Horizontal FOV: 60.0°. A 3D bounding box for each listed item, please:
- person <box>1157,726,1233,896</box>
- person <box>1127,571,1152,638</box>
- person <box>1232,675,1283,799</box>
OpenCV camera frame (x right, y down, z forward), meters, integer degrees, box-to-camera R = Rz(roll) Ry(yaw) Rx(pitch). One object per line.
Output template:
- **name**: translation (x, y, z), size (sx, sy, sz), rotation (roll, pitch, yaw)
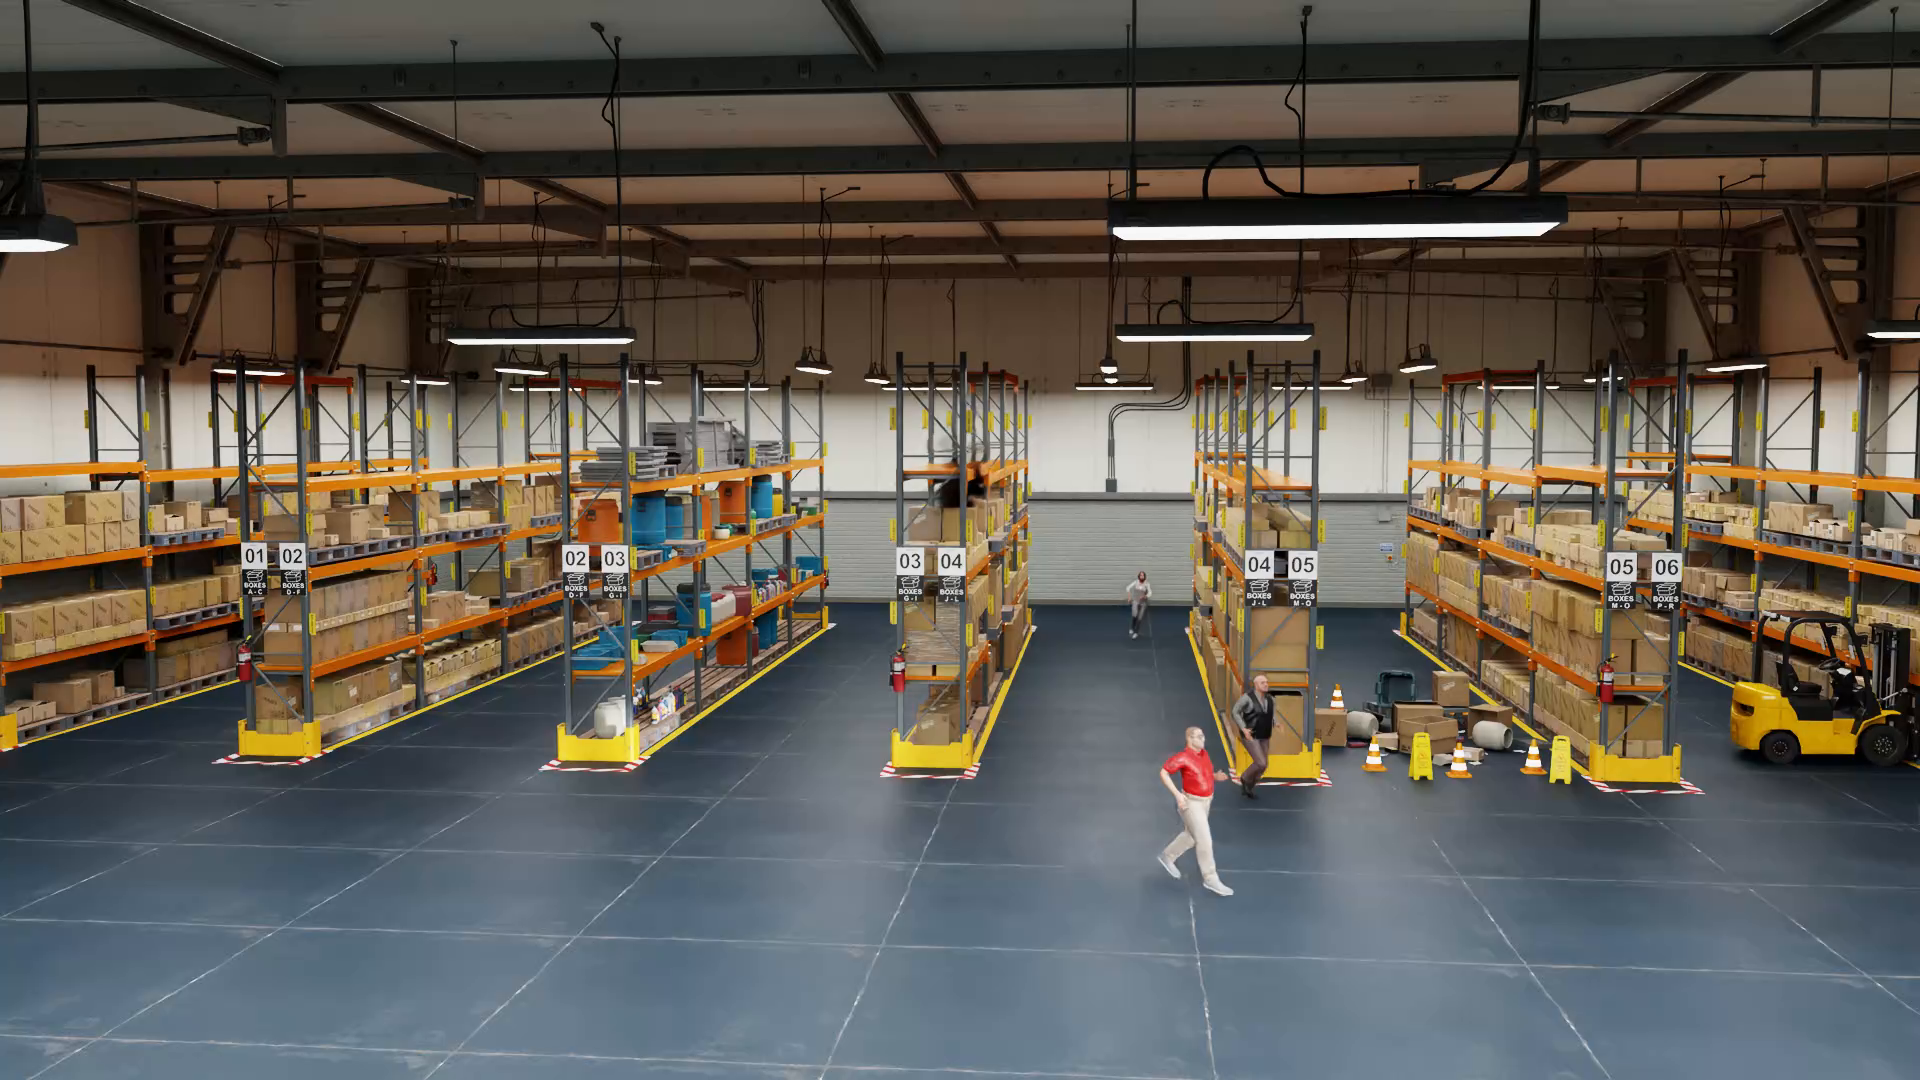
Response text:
- **person**: translation (2.527, 2.853, 17.784), size (0.941, 1.725, 0.658), rotation (3, 5, 35)
- **person**: translation (4.143, 1.496, 38.335), size (0.552, 1.552, 0.549), rotation (0, 4, 0)
- **person**: translation (3.946, 2.616, 22.007), size (0.655, 1.673, 0.640), rotation (-2, 5, -30)
